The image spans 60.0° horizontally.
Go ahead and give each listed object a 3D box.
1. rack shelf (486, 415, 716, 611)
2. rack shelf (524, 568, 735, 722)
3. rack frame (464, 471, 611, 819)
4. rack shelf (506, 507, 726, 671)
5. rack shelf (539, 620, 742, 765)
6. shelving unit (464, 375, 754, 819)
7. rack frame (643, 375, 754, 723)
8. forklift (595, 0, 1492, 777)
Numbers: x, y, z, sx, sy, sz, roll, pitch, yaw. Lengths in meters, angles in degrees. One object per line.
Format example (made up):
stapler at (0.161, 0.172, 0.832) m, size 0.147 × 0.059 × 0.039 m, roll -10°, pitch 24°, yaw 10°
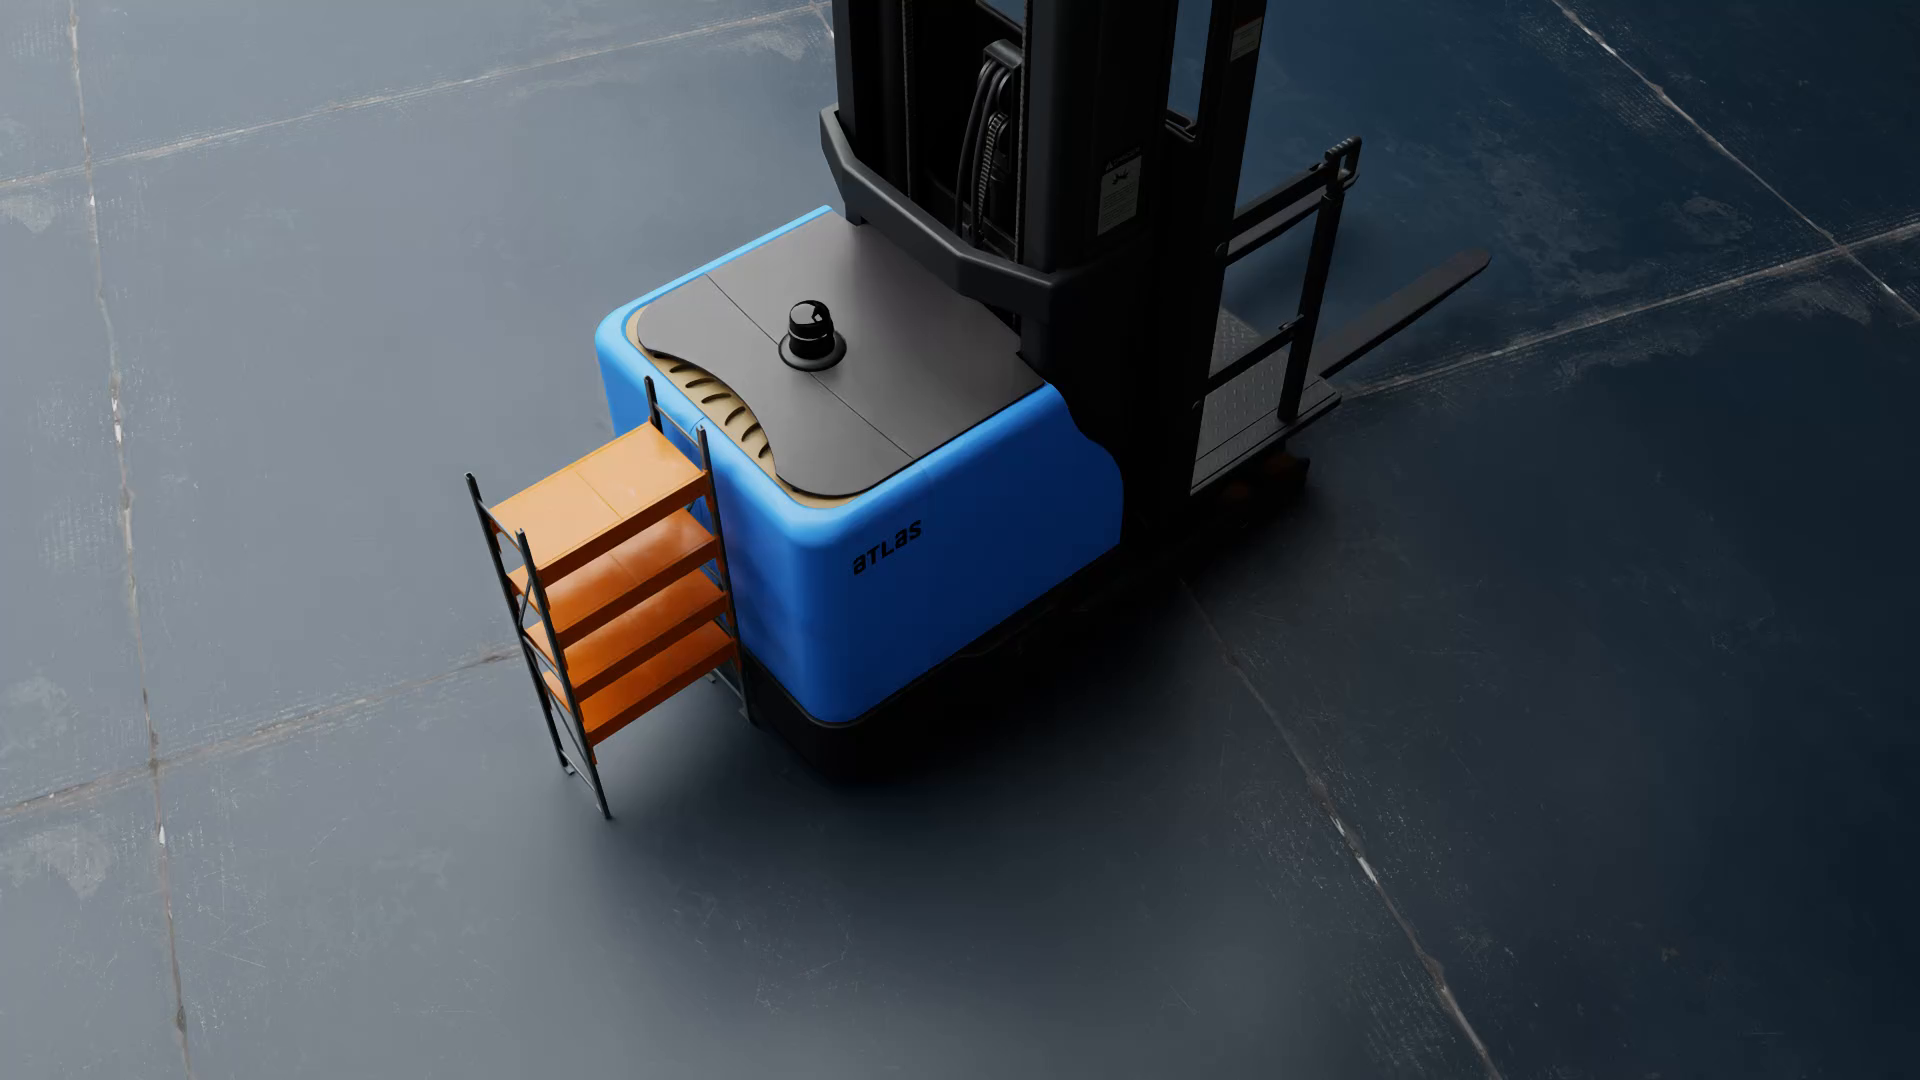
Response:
rack shelf at (-0.864, -0.071, 4.002) m, size 0.480 × 0.148 × 0.258 m, roll -33°, pitch 57°, yaw -25°
rack shelf at (-0.864, 0.229, 4.351) m, size 0.480 × 0.148 × 0.258 m, roll -33°, pitch 57°, yaw -25°
rack frame at (-1.049, 0.306, 4.196) m, size 0.015 × 1.200 × 0.240 m, roll -33°, pitch 57°, yaw -25°
rack shelf at (-0.864, 0.083, 4.181) m, size 0.480 × 0.148 × 0.258 m, roll -33°, pitch 57°, yaw -25°
rack shelf at (-0.864, 0.358, 4.502) m, size 0.480 × 0.148 × 0.258 m, roll -33°, pitch 57°, yaw -25°
shelving unit at (-0.864, 0.185, 4.300) m, size 0.503 × 1.200 × 0.258 m, roll -33°, pitch 57°, yaw -25°
rack frame at (-0.680, 0.064, 4.404) m, size 0.015 × 1.200 × 0.240 m, roll -33°, pitch 57°, yaw -25°
forklift at (0.484, -1.261, 4.401) m, size 3.031 × 2.935 × 1.130 m, roll -32°, pitch 57°, yaw -25°
